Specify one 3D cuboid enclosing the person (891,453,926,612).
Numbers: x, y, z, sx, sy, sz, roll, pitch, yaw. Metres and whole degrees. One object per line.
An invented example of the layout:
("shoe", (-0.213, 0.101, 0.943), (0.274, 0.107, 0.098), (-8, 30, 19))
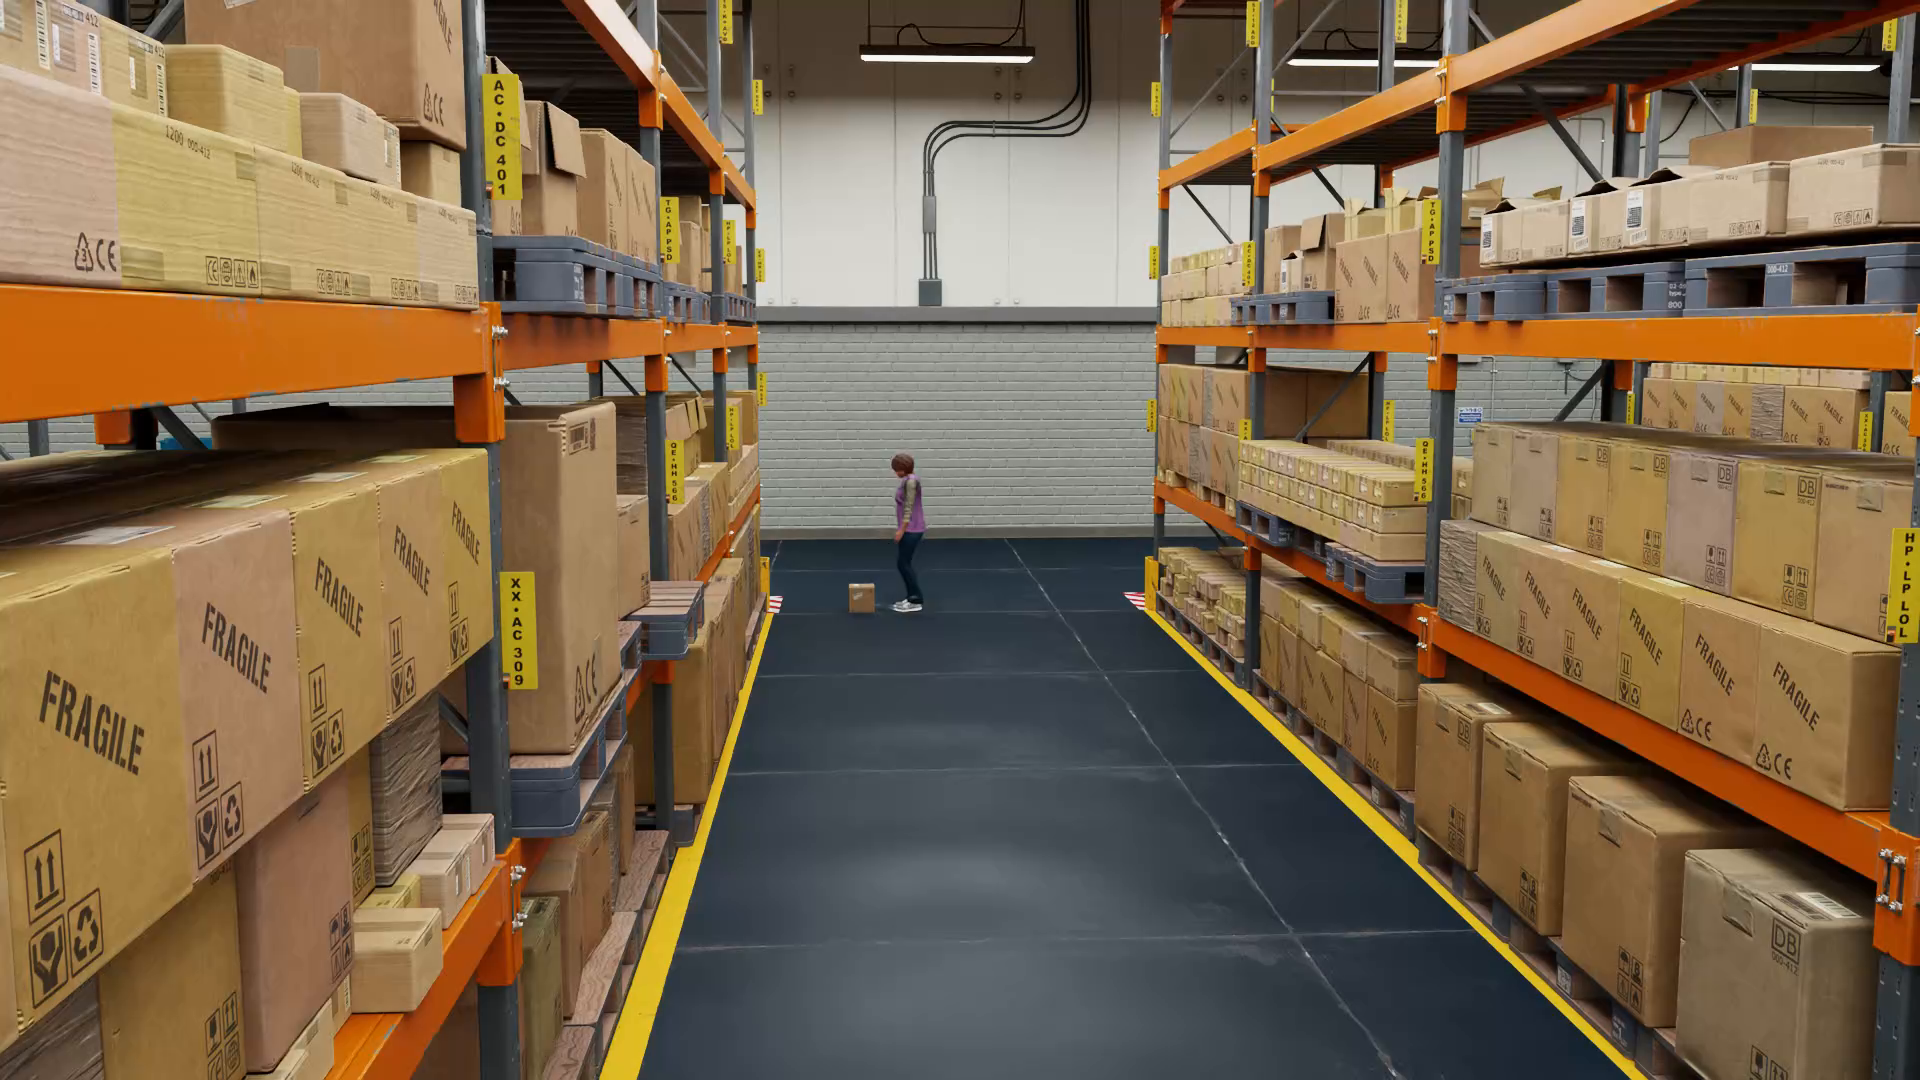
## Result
("person", (-0.507, -0.056, 16.519), (0.341, 1.539, 0.417), (0, 7, -2))
